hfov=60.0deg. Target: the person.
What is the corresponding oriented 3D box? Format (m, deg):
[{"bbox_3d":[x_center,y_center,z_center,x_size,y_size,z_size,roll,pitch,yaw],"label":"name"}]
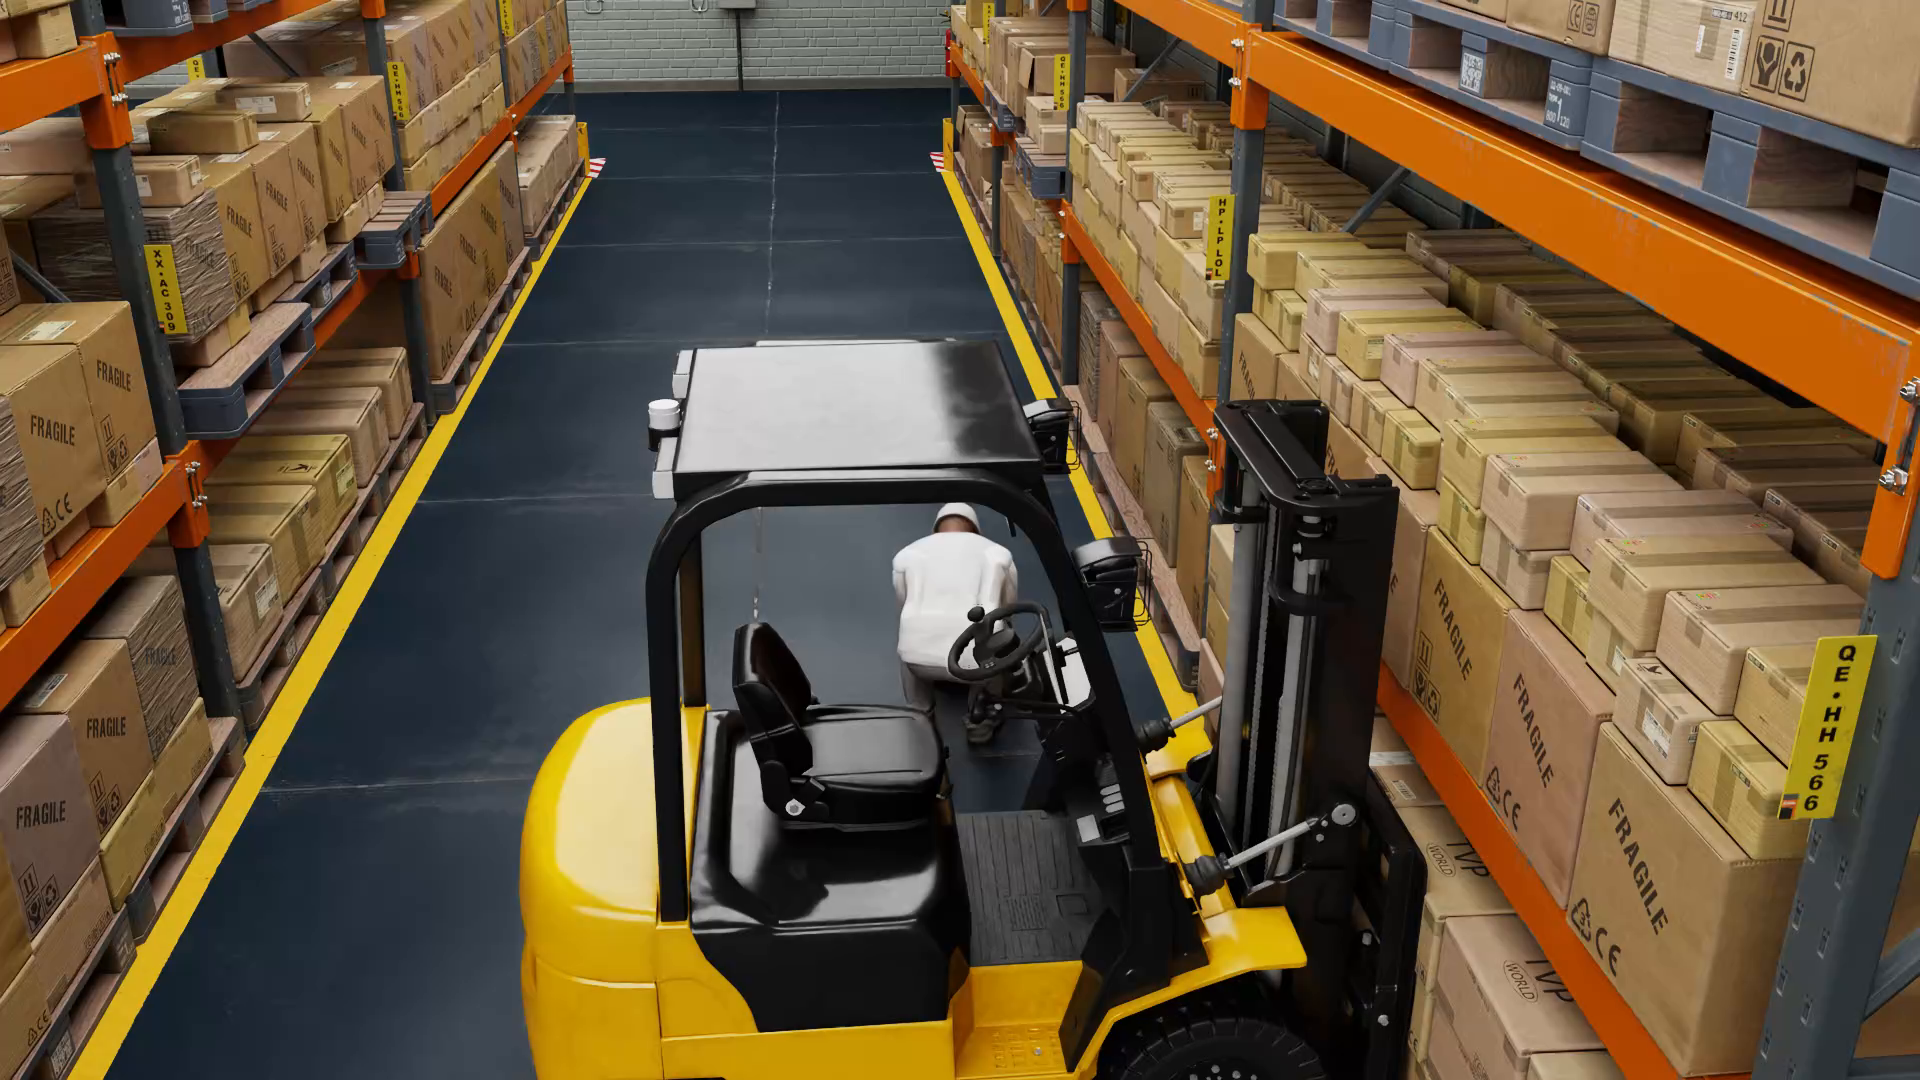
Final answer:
[{"bbox_3d":[-0.035,0.383,7.004,0.534,0.867,0.942,3,24,6],"label":"person"}]
